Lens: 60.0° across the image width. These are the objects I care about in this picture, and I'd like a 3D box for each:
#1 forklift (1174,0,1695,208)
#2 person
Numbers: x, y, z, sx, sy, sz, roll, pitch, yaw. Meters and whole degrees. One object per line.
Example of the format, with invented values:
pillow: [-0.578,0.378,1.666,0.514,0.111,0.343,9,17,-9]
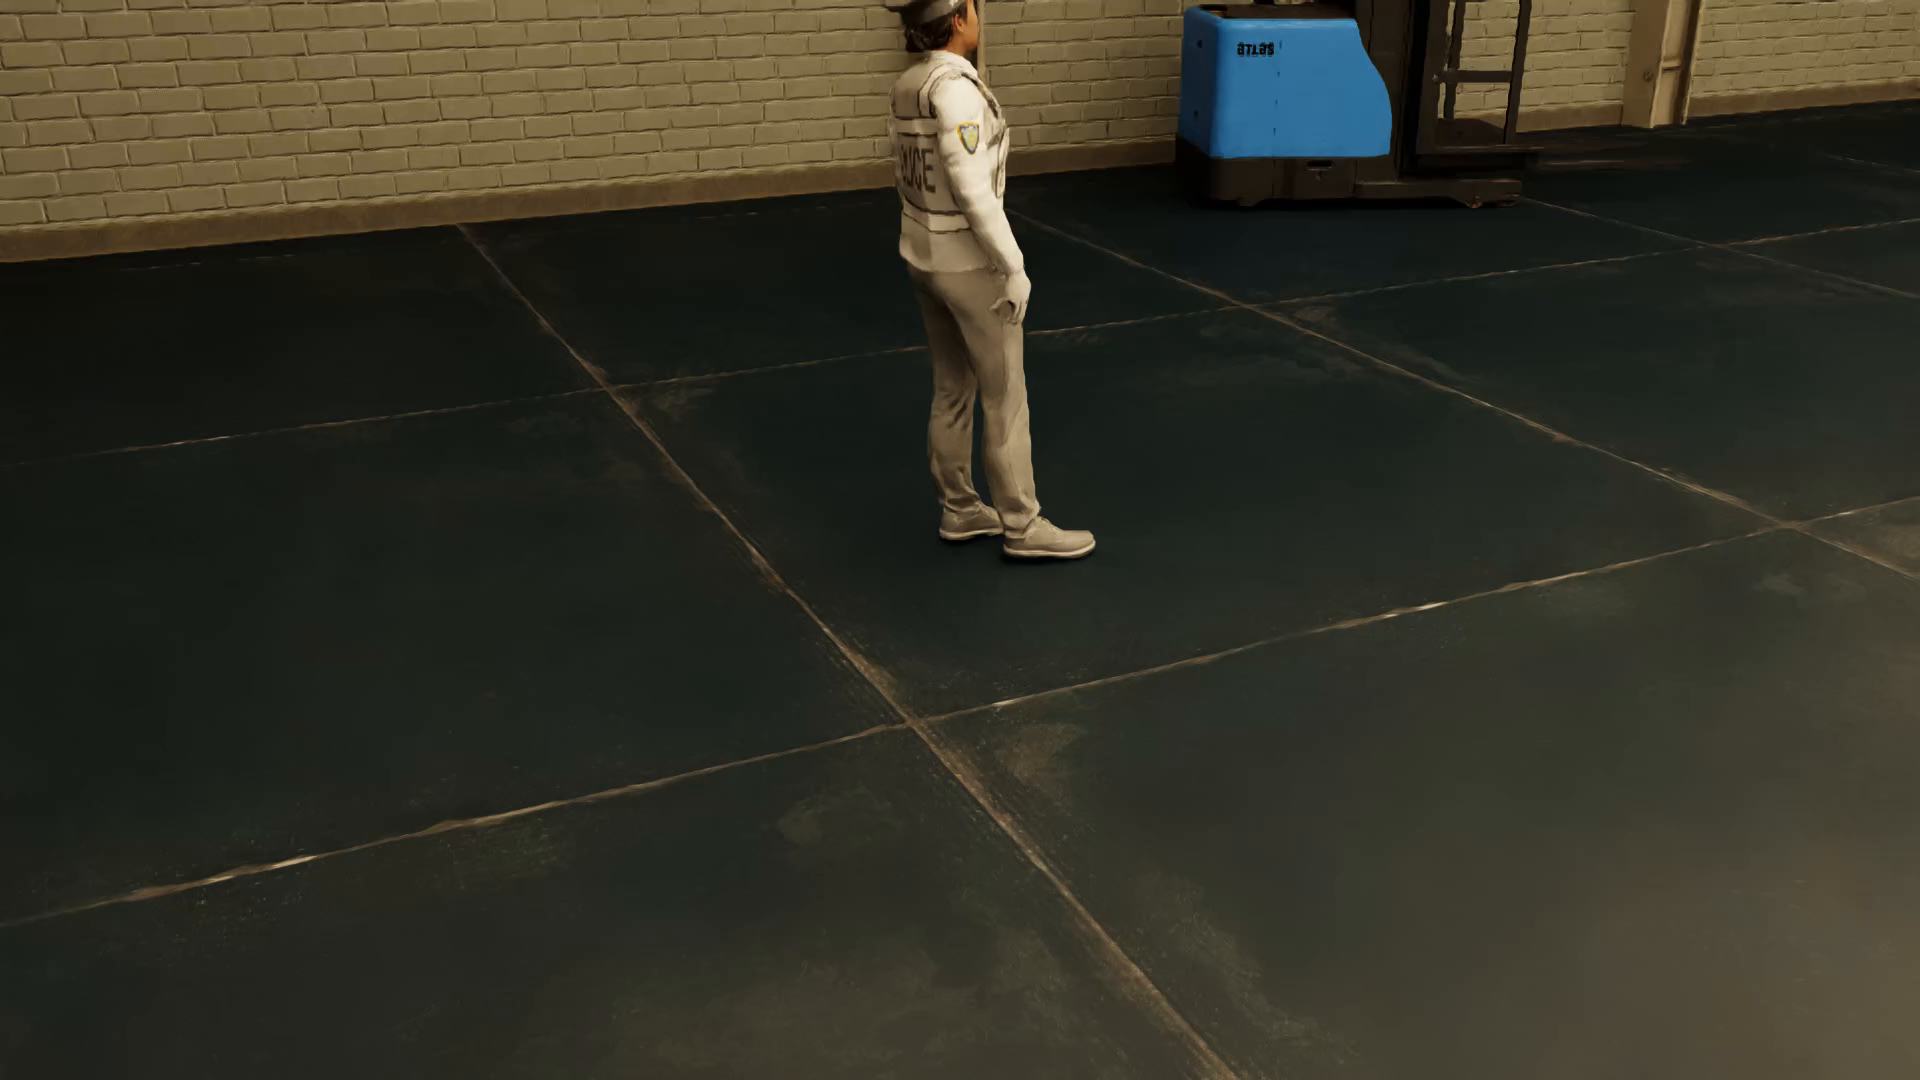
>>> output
forklift: [2.905,-3.518,9.754,3.031,2.935,1.130,-2,23,-5]
person: [0.064,-0.798,4.799,0.532,1.695,0.586,-10,25,-23]
